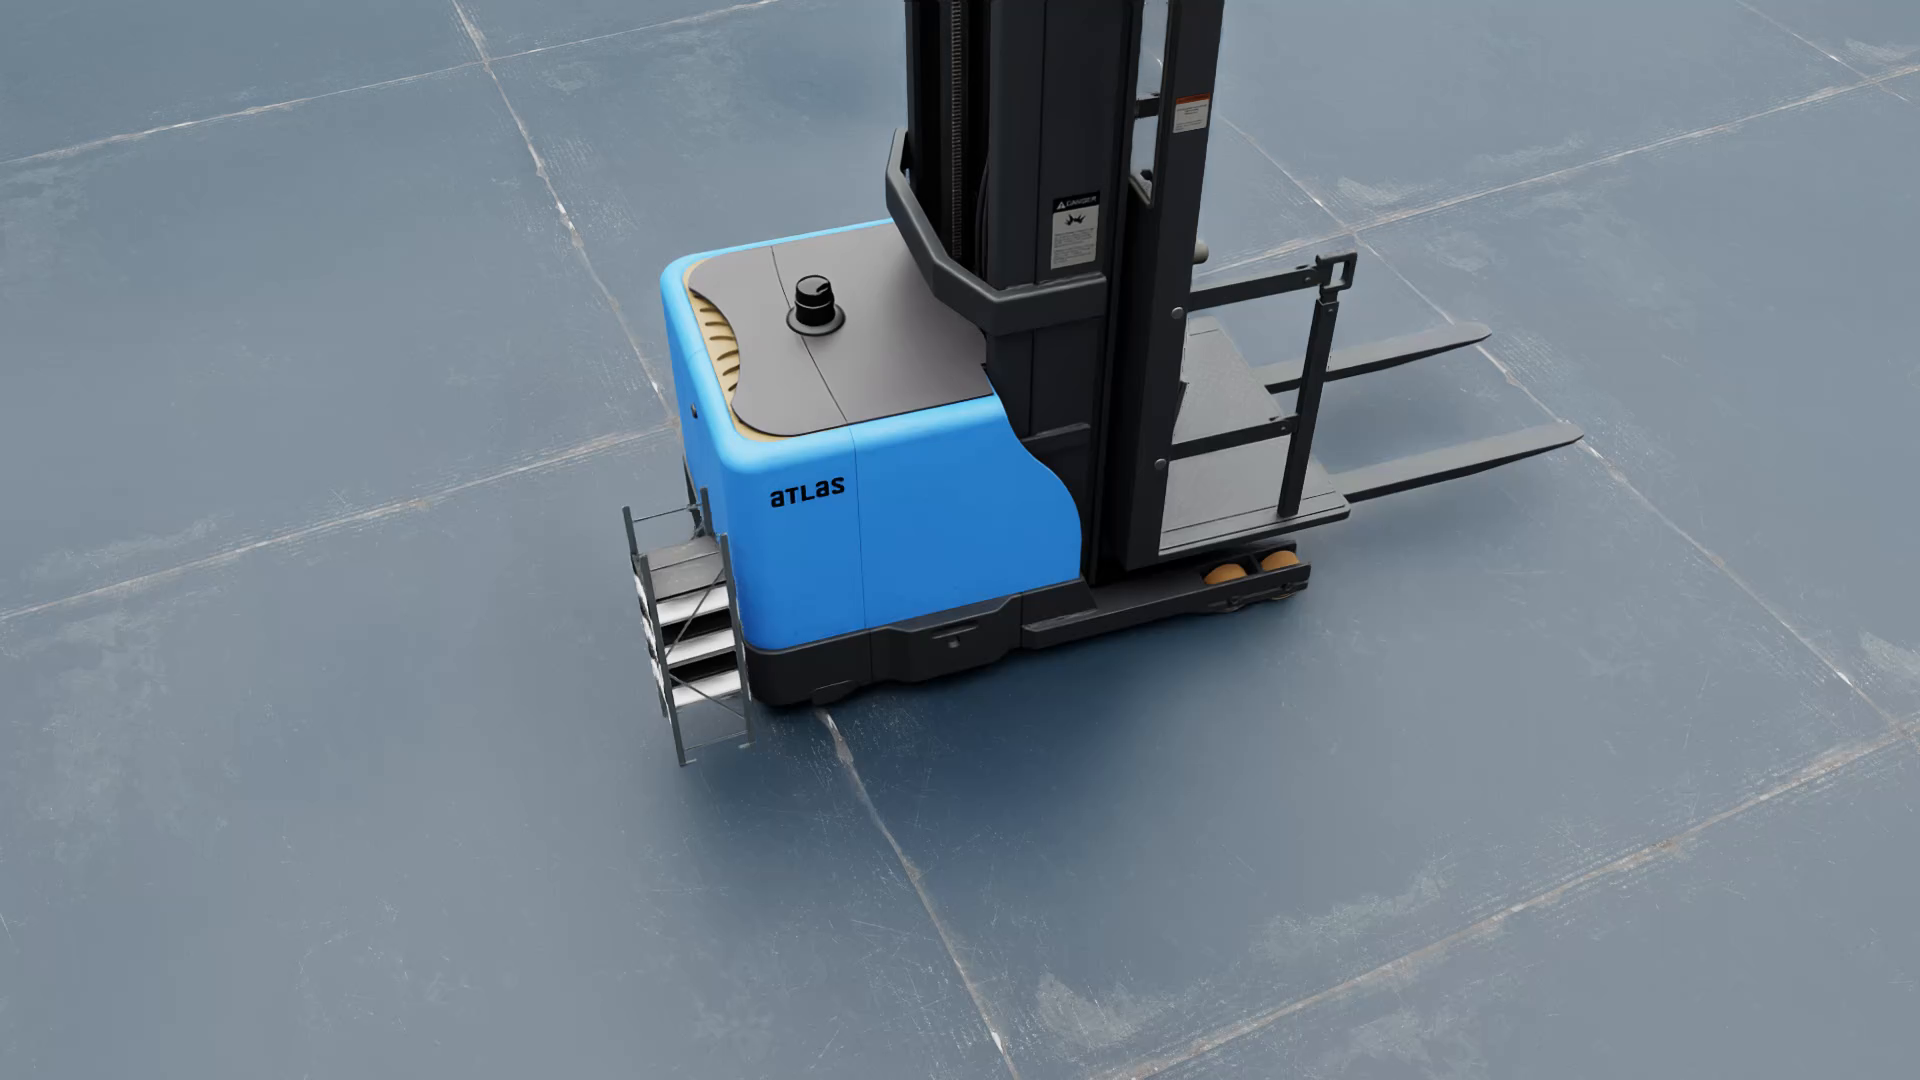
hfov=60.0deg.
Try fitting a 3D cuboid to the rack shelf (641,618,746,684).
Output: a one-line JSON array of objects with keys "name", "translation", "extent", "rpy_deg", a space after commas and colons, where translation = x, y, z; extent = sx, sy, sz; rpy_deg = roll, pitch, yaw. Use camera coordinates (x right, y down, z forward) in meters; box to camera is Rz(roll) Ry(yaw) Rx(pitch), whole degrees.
[{"name": "rack shelf", "translation": [-0.778, 0.291, 4.862], "extent": [0.258, 0.077, 0.200], "rpy_deg": [-15, 47, -15]}]

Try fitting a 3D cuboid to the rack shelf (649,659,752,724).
[{"name": "rack shelf", "translation": [-0.778, 0.419, 4.988], "extent": [0.258, 0.077, 0.200], "rpy_deg": [-15, 47, -15]}]

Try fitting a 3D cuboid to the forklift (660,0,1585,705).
[{"name": "forklift", "translation": [0.642, -1.144, 4.822], "extent": [3.031, 2.935, 1.130], "rpy_deg": [-13, 46, -13]}]

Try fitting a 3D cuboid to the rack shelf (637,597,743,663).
[{"name": "rack shelf", "translation": [-0.778, 0.227, 4.798], "extent": [0.258, 0.077, 0.200], "rpy_deg": [-15, 47, -15]}]

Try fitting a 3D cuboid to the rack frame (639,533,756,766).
[{"name": "rack frame", "translation": [-0.741, 0.334, 4.771], "extent": [0.240, 0.900, 0.006], "rpy_deg": [-15, 47, -15]}]

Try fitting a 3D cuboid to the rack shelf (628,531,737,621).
[{"name": "rack shelf", "translation": [-0.778, 0.099, 4.672], "extent": [0.258, 0.077, 0.200], "rpy_deg": [-15, 47, -15]}]

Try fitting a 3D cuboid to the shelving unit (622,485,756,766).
[{"name": "shelving unit", "translation": [-0.778, 0.268, 4.838], "extent": [0.258, 0.900, 0.210], "rpy_deg": [-15, 47, -15]}]

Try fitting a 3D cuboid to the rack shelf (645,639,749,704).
[{"name": "rack shelf", "translation": [-0.778, 0.355, 4.925], "extent": [0.258, 0.077, 0.200], "rpy_deg": [-15, 47, -15]}]

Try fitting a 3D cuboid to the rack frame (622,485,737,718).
[{"name": "rack frame", "translation": [-0.816, 0.201, 4.906], "extent": [0.240, 0.900, 0.006], "rpy_deg": [-15, 47, -15]}]

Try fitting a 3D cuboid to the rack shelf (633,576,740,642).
[{"name": "rack shelf", "translation": [-0.778, 0.163, 4.735], "extent": [0.258, 0.077, 0.200], "rpy_deg": [-15, 47, -15]}]
